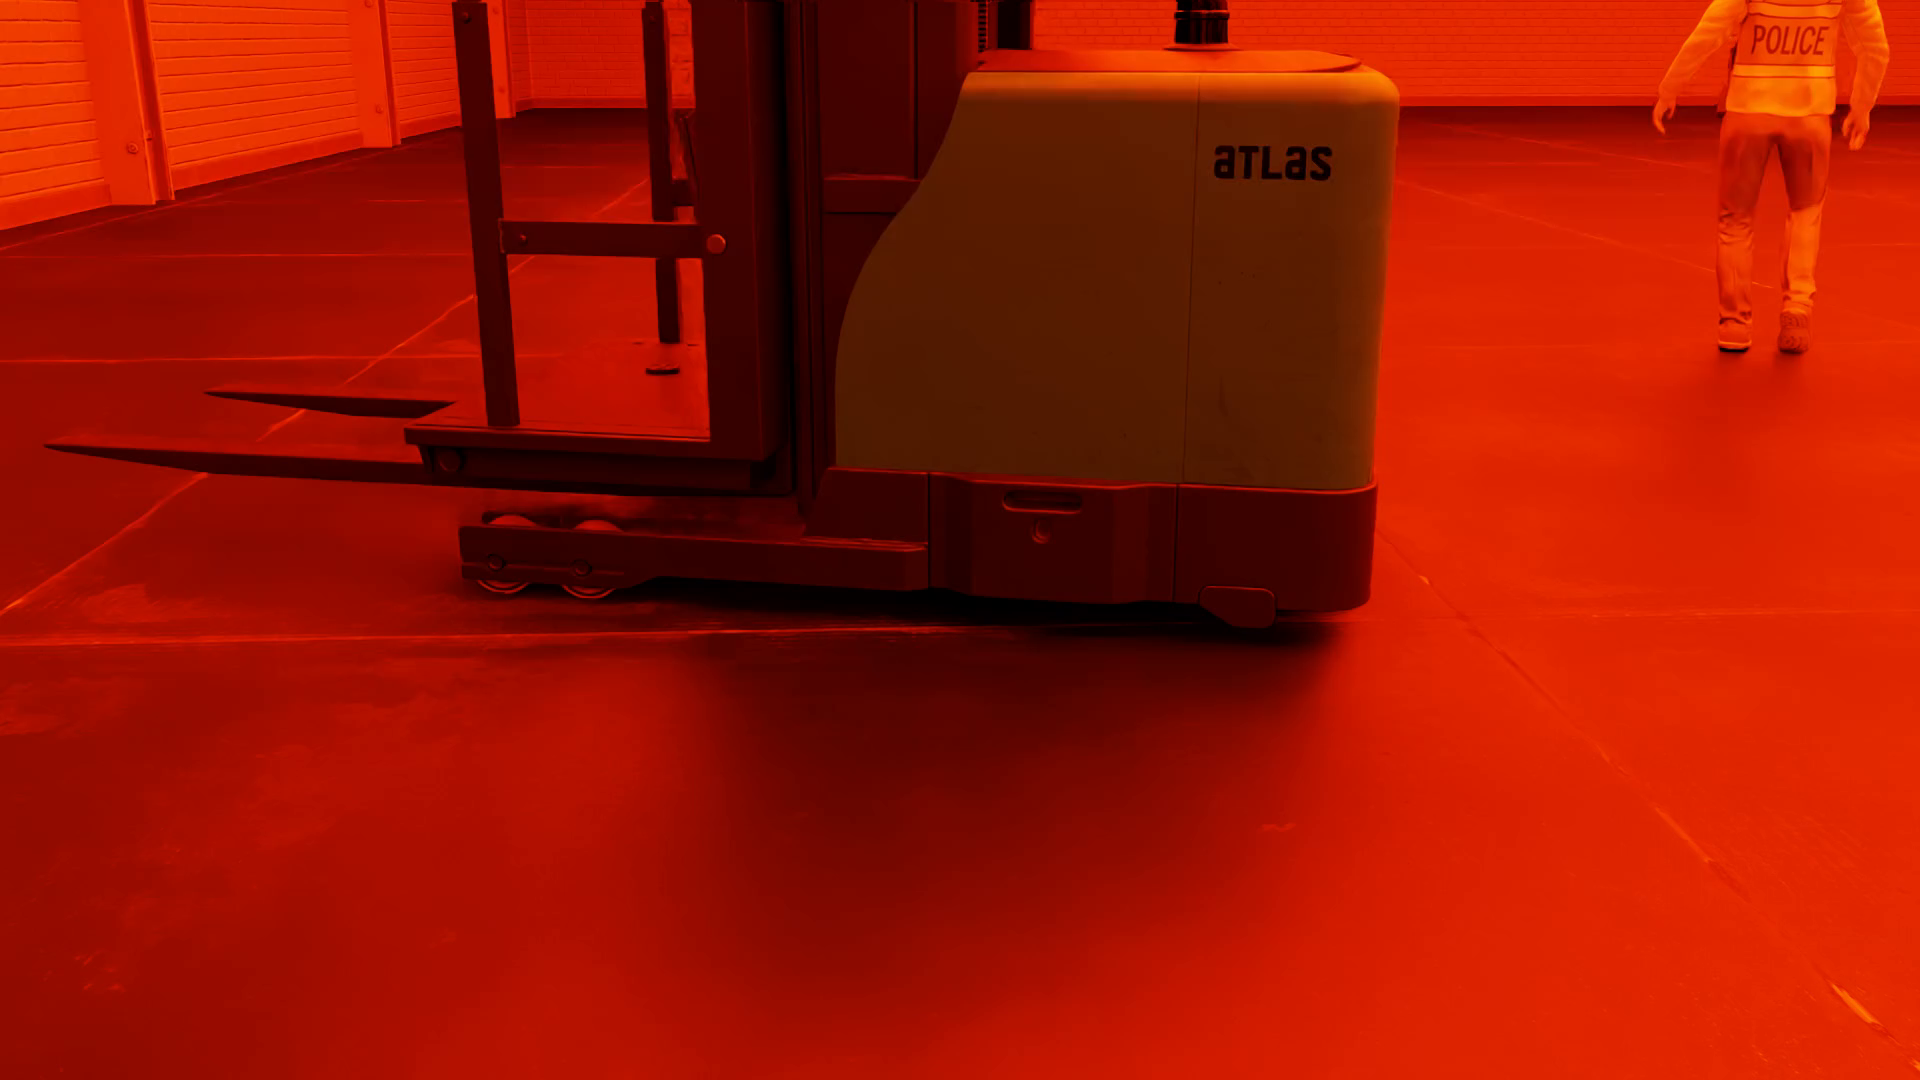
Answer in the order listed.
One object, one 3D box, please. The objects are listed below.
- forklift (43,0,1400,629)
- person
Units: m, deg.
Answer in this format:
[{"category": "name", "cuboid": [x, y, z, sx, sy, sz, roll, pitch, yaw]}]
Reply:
[{"category": "forklift", "cuboid": [-0.596, -1.423, 3.559, 3.031, 2.935, 1.130, 3, 17, 11]}, {"category": "person", "cuboid": [2.936, -1.508, 6.084, 0.751, 1.659, 0.439, 7, 18, 23]}]
